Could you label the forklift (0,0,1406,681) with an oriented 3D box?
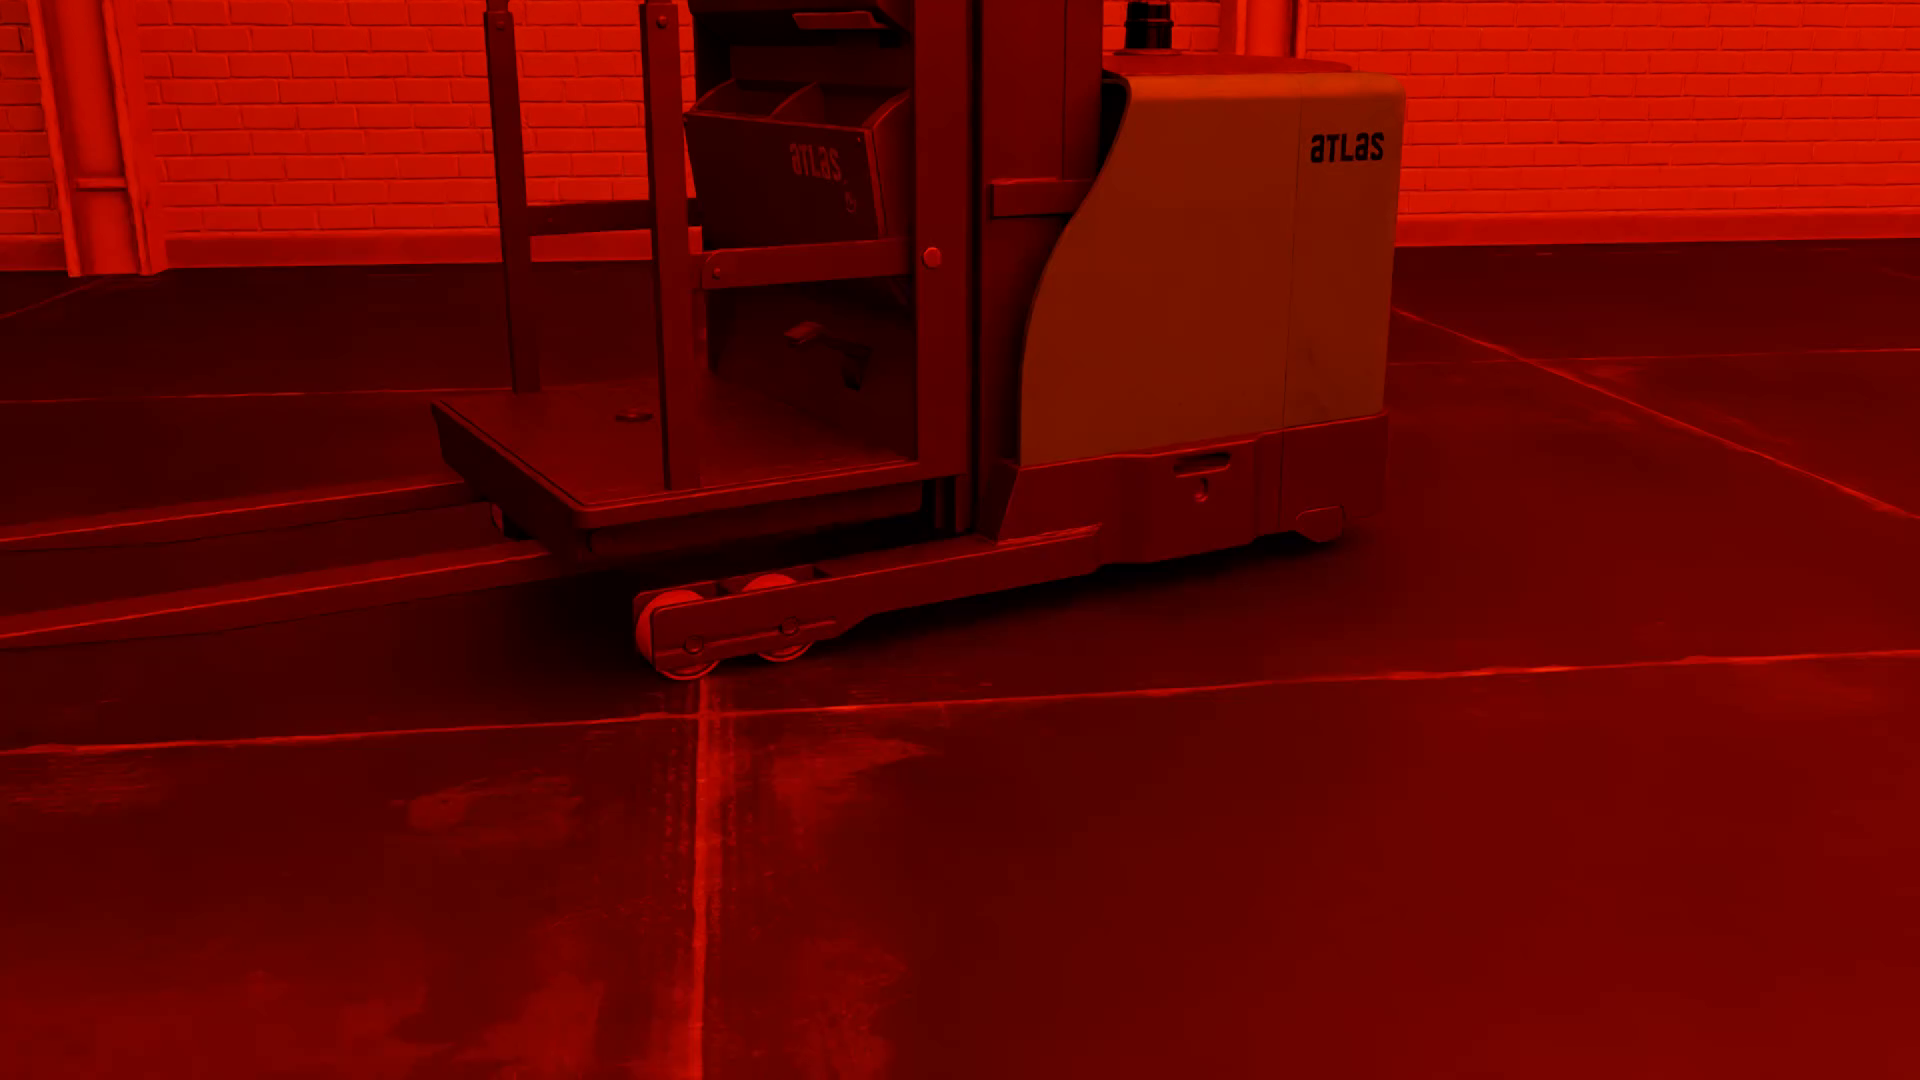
[{"bbox_3d":[-0.526,-1.315,3.251,3.031,2.935,1.130,-10,19,-29],"label":"forklift"}]
